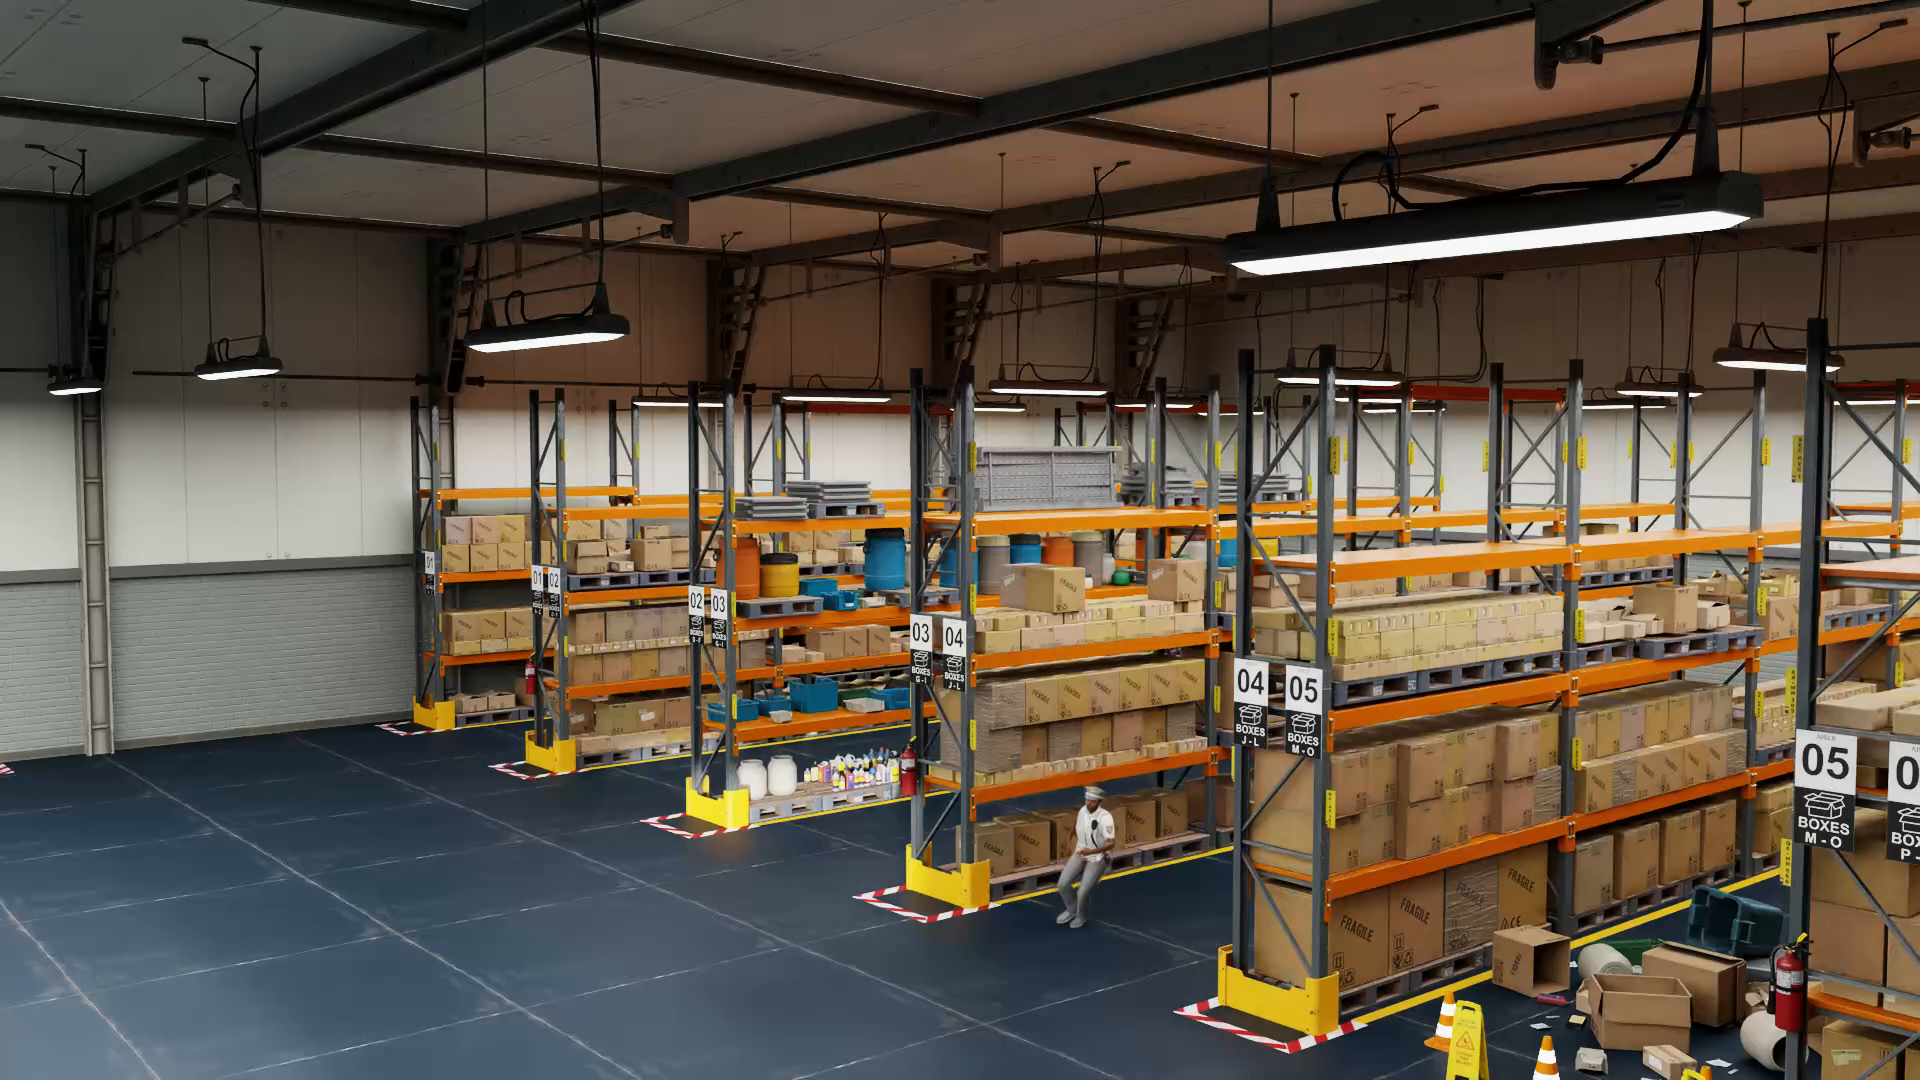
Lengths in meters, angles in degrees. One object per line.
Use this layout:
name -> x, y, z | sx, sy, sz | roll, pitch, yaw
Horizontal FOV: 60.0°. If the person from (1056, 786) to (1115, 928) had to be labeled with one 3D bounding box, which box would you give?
person -> 1.301, 3.349, 17.510 | 0.763, 1.579, 0.648 | 2, 4, 32
